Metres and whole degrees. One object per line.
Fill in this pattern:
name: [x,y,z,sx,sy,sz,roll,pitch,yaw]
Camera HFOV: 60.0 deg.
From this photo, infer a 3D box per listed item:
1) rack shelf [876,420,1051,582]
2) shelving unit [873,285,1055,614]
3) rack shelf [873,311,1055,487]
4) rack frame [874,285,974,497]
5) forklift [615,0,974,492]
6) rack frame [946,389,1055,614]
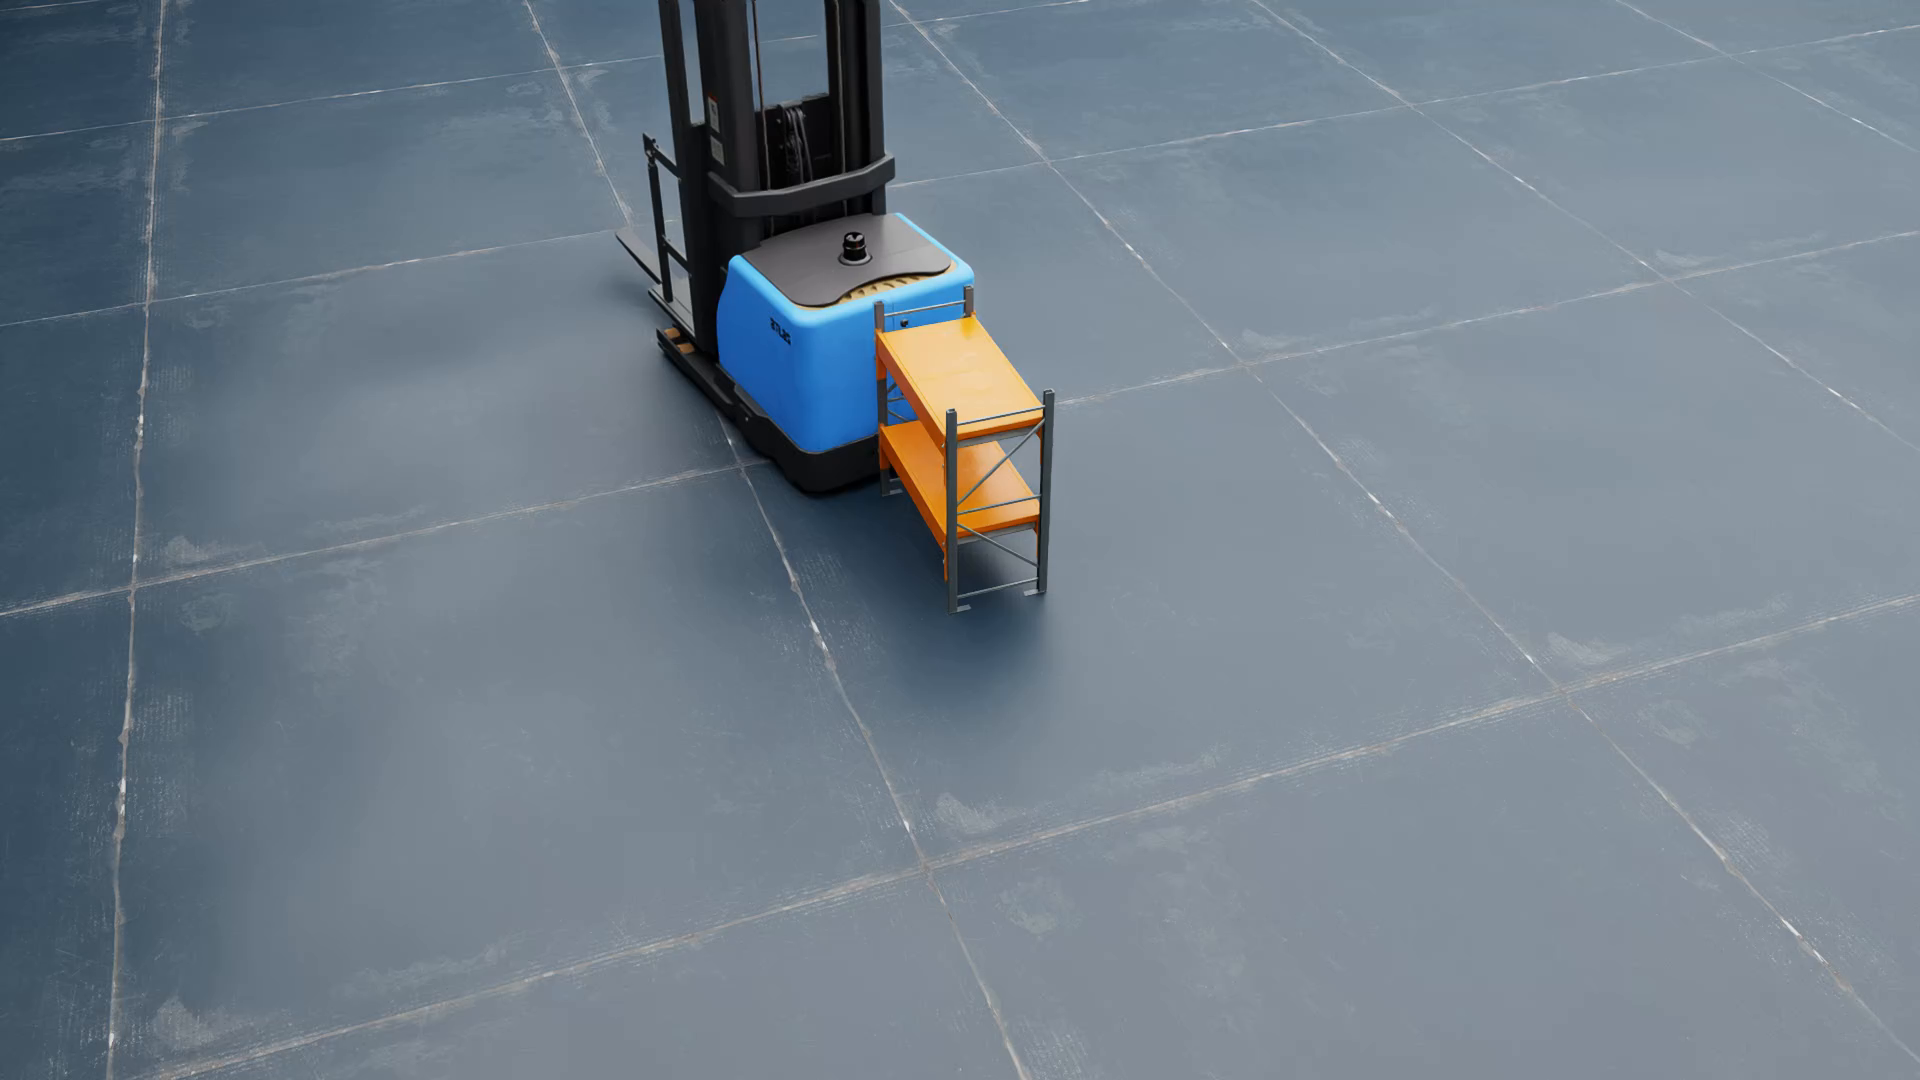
rack shelf: [0.002,-0.250,8.114,0.538,0.278,1.000,-12,39,-16]
shelving unit: [0.002,-0.445,7.967,0.538,1.125,1.048,-12,39,-16]
rack shelf: [0.002,-0.679,7.791,0.538,0.278,1.000,-12,39,-16]
rack frame: [-0.173,-0.733,8.348,0.500,1.125,0.032,-12,39,-16]
forklift: [-1.111,-2.276,8.896,1.130,2.935,3.031,-20,41,-25]
rack frame: [0.177,-0.158,7.586,0.500,1.125,0.032,-12,39,-16]
